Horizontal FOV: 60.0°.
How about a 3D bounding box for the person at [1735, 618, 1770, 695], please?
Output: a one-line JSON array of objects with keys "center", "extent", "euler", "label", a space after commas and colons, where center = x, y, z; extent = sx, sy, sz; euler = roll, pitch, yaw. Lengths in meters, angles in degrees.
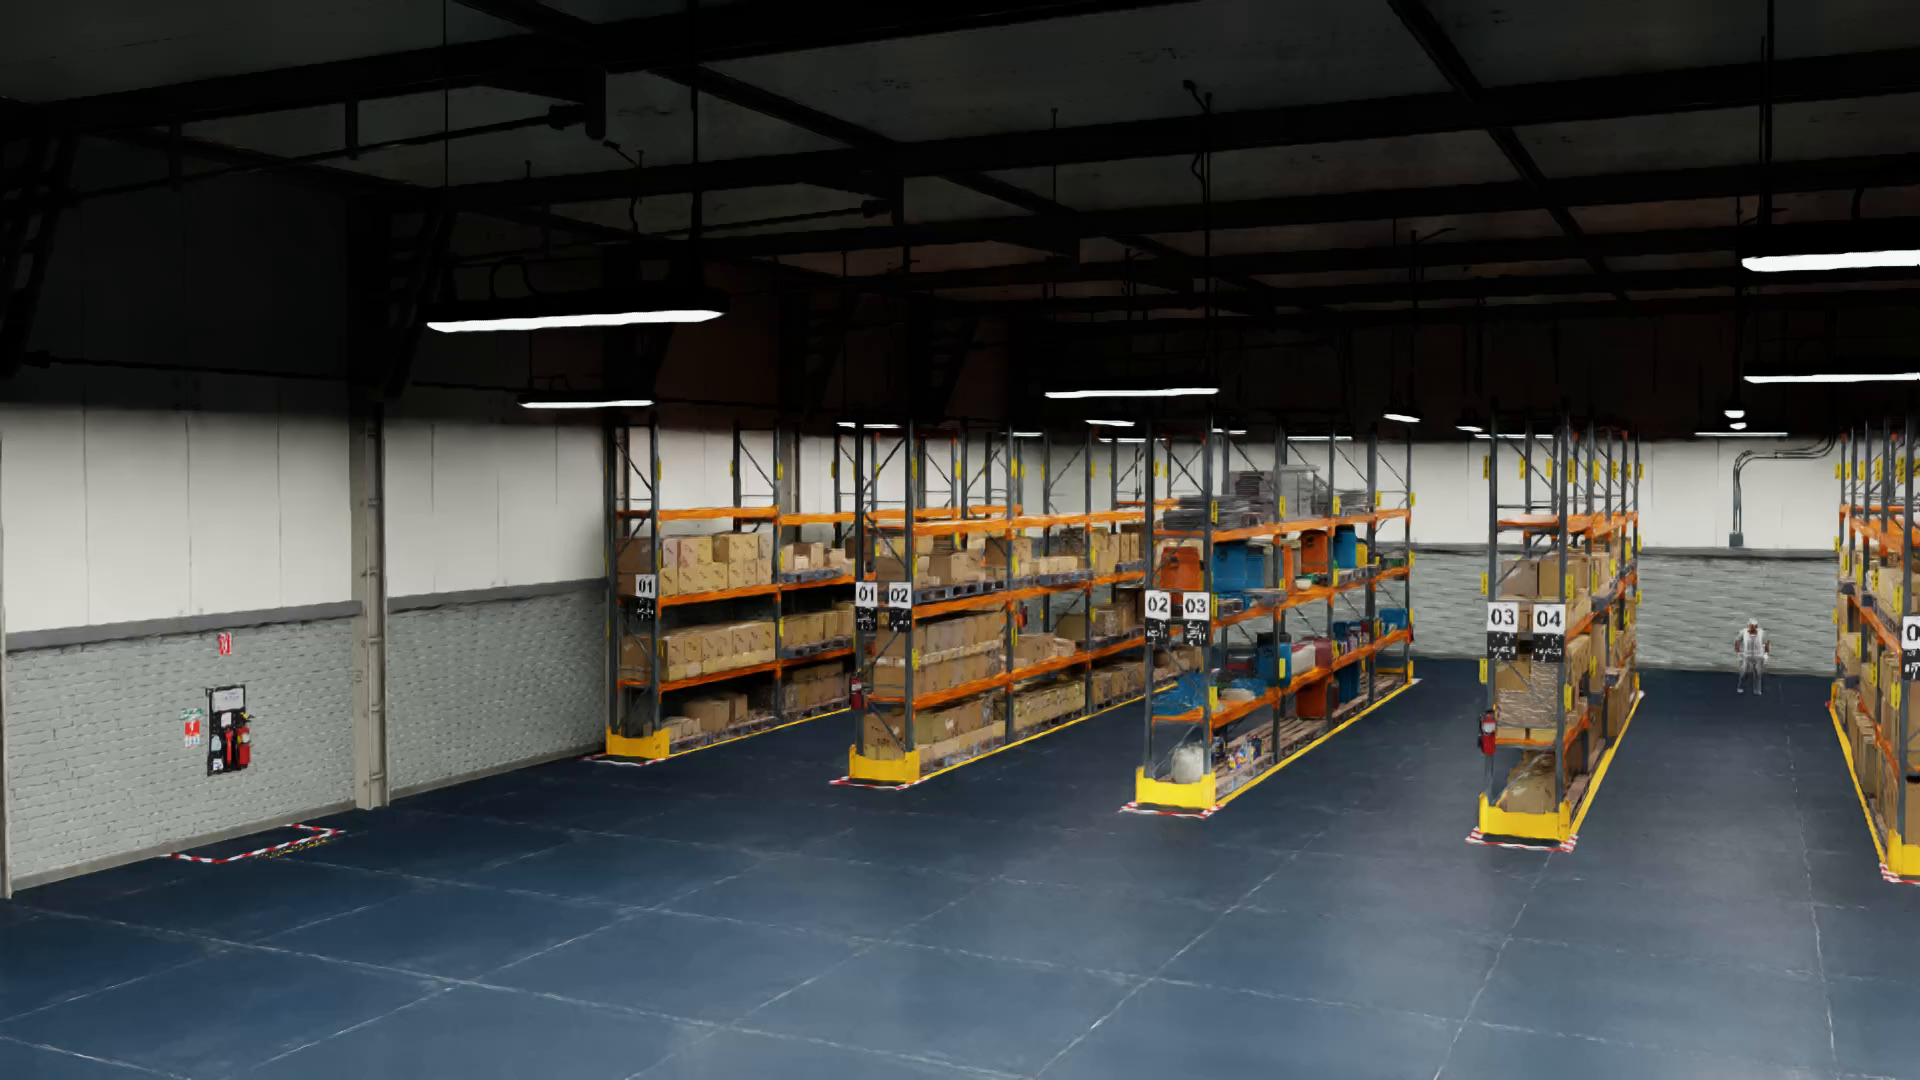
[{"center": [17.601, 2.589, 36.958], "extent": [0.702, 1.735, 0.549], "euler": [1, 3, 24], "label": "person"}]
